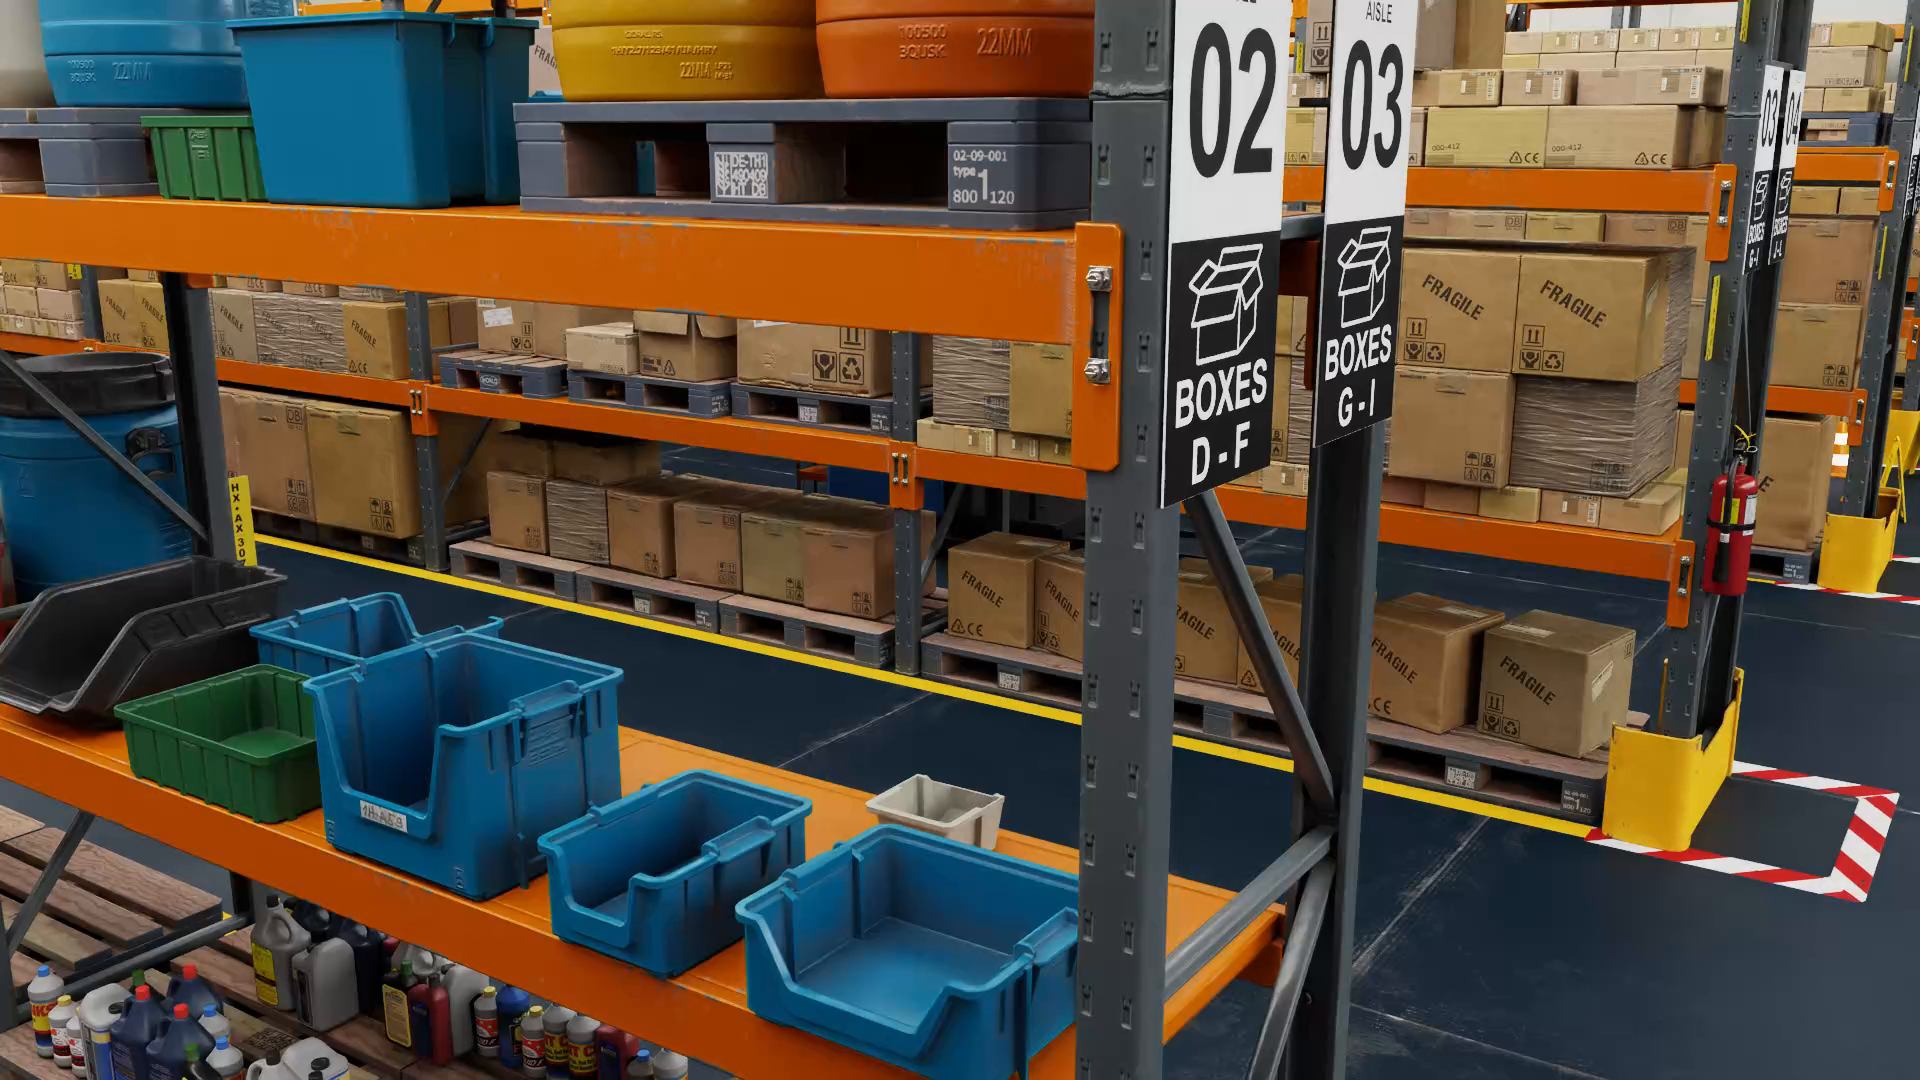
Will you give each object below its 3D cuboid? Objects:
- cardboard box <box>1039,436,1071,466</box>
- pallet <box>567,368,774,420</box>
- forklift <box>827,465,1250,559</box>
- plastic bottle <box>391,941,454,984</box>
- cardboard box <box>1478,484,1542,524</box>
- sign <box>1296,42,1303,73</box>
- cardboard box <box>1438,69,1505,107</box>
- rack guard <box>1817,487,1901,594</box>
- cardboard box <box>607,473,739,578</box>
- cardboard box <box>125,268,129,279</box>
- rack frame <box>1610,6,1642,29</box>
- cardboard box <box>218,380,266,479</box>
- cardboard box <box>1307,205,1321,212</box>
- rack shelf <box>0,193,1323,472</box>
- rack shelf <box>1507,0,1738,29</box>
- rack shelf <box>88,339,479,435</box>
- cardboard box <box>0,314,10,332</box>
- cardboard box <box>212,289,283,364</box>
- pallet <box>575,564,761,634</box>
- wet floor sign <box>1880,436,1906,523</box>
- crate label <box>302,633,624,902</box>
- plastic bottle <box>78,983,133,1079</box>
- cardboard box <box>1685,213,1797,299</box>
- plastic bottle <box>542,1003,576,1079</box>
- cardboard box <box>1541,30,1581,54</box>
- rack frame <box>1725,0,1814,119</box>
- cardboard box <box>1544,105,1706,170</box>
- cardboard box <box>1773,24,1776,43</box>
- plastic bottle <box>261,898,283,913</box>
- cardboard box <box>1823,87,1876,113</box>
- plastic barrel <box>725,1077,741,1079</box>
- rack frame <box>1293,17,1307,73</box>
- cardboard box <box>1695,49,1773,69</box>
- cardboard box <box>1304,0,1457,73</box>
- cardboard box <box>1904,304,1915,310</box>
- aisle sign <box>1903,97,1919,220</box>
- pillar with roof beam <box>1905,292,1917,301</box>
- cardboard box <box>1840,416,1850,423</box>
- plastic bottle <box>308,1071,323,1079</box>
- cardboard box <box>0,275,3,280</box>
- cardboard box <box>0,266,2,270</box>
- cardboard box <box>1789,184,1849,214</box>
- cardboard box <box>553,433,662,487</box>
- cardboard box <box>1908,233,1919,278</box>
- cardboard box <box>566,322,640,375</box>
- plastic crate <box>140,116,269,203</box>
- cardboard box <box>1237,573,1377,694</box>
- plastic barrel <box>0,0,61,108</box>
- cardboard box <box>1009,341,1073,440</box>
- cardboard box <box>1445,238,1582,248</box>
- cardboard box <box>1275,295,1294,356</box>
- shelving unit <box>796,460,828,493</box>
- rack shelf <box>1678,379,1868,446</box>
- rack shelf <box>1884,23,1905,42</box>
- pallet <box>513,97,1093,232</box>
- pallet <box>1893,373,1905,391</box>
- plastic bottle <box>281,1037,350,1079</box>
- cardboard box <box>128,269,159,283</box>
[{"bbox_3d":[0.612,-0.494,8.597,0.250,0.149,0.380,9,17,33],"label":"cardboard box"},{"bbox_3d":[-1.688,-0.986,10.463,1.213,0.211,1.003,9,17,33],"label":"pallet"},{"bbox_3d":[0.533,-1.344,11.655,3.031,2.935,1.130,8,16,30],"label":"forklift"},{"bbox_3d":[-1.677,1.358,5.193,0.185,0.351,0.144,9,17,32],"label":"plastic bottle"},{"bbox_3d":[2.489,-0.196,7.394,0.250,0.149,0.380,9,17,33],"label":"cardboard box"},{"bbox_3d":[2.522,-3.526,12.350,0.005,0.325,0.100,9,17,33],"label":"sign"},{"bbox_3d":[2.219,-1.917,7.067,0.250,0.149,0.380,9,17,33],"label":"cardboard box"},{"bbox_3d":[6.156,-0.022,11.374,0.348,0.500,1.175,9,17,33],"label":"rack guard"},{"bbox_3d":[-1.845,-0.104,10.789,0.500,0.500,0.700,11,18,37],"label":"cardboard box"},{"bbox_3d":[-6.928,-2.424,14.004,0.500,0.500,0.500,9,17,33],"label":"cardboard box"},{"bbox_3d":[8.263,-6.678,20.574,0.127,3.000,1.000,9,17,33],"label":"rack frame"},{"bbox_3d":[-5.389,-0.844,13.038,0.875,0.875,1.225,9,16,31],"label":"cardboard box"},{"bbox_3d":[3.104,-2.316,12.878,0.550,0.550,0.875,9,17,33],"label":"cardboard box"},{"bbox_3d":[-1.139,-0.651,3.966,4.000,0.370,1.077,9,17,33],"label":"rack shelf"},{"bbox_3d":[7.156,-5.069,15.577,4.000,0.370,1.077,9,17,33],"label":"rack shelf"},{"bbox_3d":[-5.013,-1.256,12.650,4.000,0.370,1.077,9,17,33],"label":"rack shelf"},{"bbox_3d":[-7.963,-1.865,14.136,0.250,0.149,0.380,10,17,34],"label":"cardboard box"},{"bbox_3d":[-5.166,-1.607,12.365,0.500,0.500,0.500,10,17,34],"label":"cardboard box"},{"bbox_3d":[-1.698,0.286,10.729,1.213,0.211,1.003,9,17,33],"label":"pallet"},{"bbox_3d":[7.265,-0.487,12.948,0.232,0.644,0.267,6,15,23],"label":"wet floor sign"},{"bbox_3d":[-1.158,0.514,3.931,0.616,0.435,0.502,9,17,33],"label":"crate label"},{"bbox_3d":[-2.496,1.464,4.919,0.135,0.276,0.152,10,17,35],"label":"plastic bottle"},{"bbox_3d":[5.342,-1.949,11.394,0.550,0.550,0.875,9,17,33],"label":"cardboard box"},{"bbox_3d":[-1.178,1.470,4.905,0.097,0.271,0.097,0,14,0],"label":"plastic bottle"},{"bbox_3d":[4.192,-3.428,11.470,0.250,0.149,0.380,9,17,33],"label":"cardboard box"},{"bbox_3d":[3.284,-3.176,6.425,0.127,3.000,1.000,9,17,33],"label":"rack frame"},{"bbox_3d":[2.742,-1.661,6.860,0.500,0.250,0.500,10,17,34],"label":"cardboard box"},{"bbox_3d":[5.248,-3.258,10.782,0.250,0.149,0.380,10,17,34],"label":"cardboard box"},{"bbox_3d":[-2.324,1.319,5.661,0.097,0.201,0.097,0,14,0],"label":"plastic bottle"},{"bbox_3d":[5.671,-2.803,10.601,0.250,0.149,0.380,9,17,33],"label":"cardboard box"},{"bbox_3d":[-0.485,1.587,3.971,0.421,0.512,0.421,0,14,0],"label":"plastic barrel"},{"bbox_3d":[2.817,-4.688,12.532,0.127,3.000,1.000,9,17,33],"label":"rack frame"},{"bbox_3d":[5.160,-3.096,10.957,0.500,0.250,0.500,9,17,33],"label":"cardboard box"},{"bbox_3d":[1.857,-2.313,7.314,0.500,0.500,0.500,9,17,33],"label":"cardboard box"},{"bbox_3d":[11.026,-2.584,19.286,0.500,0.250,0.500,10,17,35],"label":"cardboard box"},{"bbox_3d":[6.028,-2.432,10.494,0.004,0.787,0.394,9,17,33],"label":"aisle sign"},{"bbox_3d":[9.105,-5.557,16.043,0.400,9.000,9.100,9,17,33],"label":"pillar with roof beam"},{"bbox_3d":[8.300,-1.272,16.068,0.500,0.250,0.500,9,17,32],"label":"cardboard box"},{"bbox_3d":[-1.697,1.558,4.384,0.185,0.351,0.144,10,17,35],"label":"plastic bottle"},{"bbox_3d":[-8.459,-2.157,14.489,0.500,0.250,0.500,9,16,32],"label":"cardboard box"},{"bbox_3d":[-9.021,-2.401,15.472,0.500,0.250,0.500,9,16,32],"label":"cardboard box"},{"bbox_3d":[7.854,-3.012,15.341,0.500,0.500,0.700,9,17,33],"label":"cardboard box"},{"bbox_3d":[-2.335,-0.548,11.019,0.500,0.250,0.500,12,18,39],"label":"cardboard box"},{"bbox_3d":[11.027,-3.292,19.171,0.500,0.500,0.500,9,16,32],"label":"cardboard box"},{"bbox_3d":[-2.092,-1.197,10.354,0.500,0.250,0.500,9,16,31],"label":"cardboard box"},{"bbox_3d":[-1.642,-0.900,3.914,0.450,0.188,0.336,9,17,33],"label":"plastic crate"},{"bbox_3d":[1.751,0.498,8.398,0.500,0.500,0.500,11,18,38],"label":"cardboard box"},{"bbox_3d":[-2.551,-1.430,4.508,0.421,0.512,0.421,0,14,0],"label":"plastic barrel"},{"bbox_3d":[0.699,-0.846,8.672,0.500,0.500,0.875,9,17,33],"label":"cardboard box"},{"bbox_3d":[2.569,-1.138,7.772,0.500,0.500,0.500,9,17,33],"label":"cardboard box"},{"bbox_3d":[1.448,-1.169,7.894,0.500,0.500,0.500,9,17,33],"label":"cardboard box"},{"bbox_3d":[-0.985,-0.728,12.765,0.503,1.200,0.258,8,16,30],"label":"shelving unit"},{"bbox_3d":[4.477,-1.158,12.256,4.000,0.370,1.077,9,17,33],"label":"rack shelf"},{"bbox_3d":[9.923,-5.867,19.625,4.000,0.370,1.077,9,17,33],"label":"rack shelf"},{"bbox_3d":[-0.112,-0.771,3.346,1.213,0.211,1.003,9,17,33],"label":"pallet"},{"bbox_3d":[10.924,-1.970,19.844,1.213,0.211,1.003,9,17,33],"label":"pallet"},{"bbox_3d":[-1.790,1.536,4.627,0.135,0.276,0.152,9,17,33],"label":"plastic bottle"},{"bbox_3d":[-6.138,-2.324,13.175,0.637,0.503,0.797,9,16,31],"label":"cardboard box"}]
